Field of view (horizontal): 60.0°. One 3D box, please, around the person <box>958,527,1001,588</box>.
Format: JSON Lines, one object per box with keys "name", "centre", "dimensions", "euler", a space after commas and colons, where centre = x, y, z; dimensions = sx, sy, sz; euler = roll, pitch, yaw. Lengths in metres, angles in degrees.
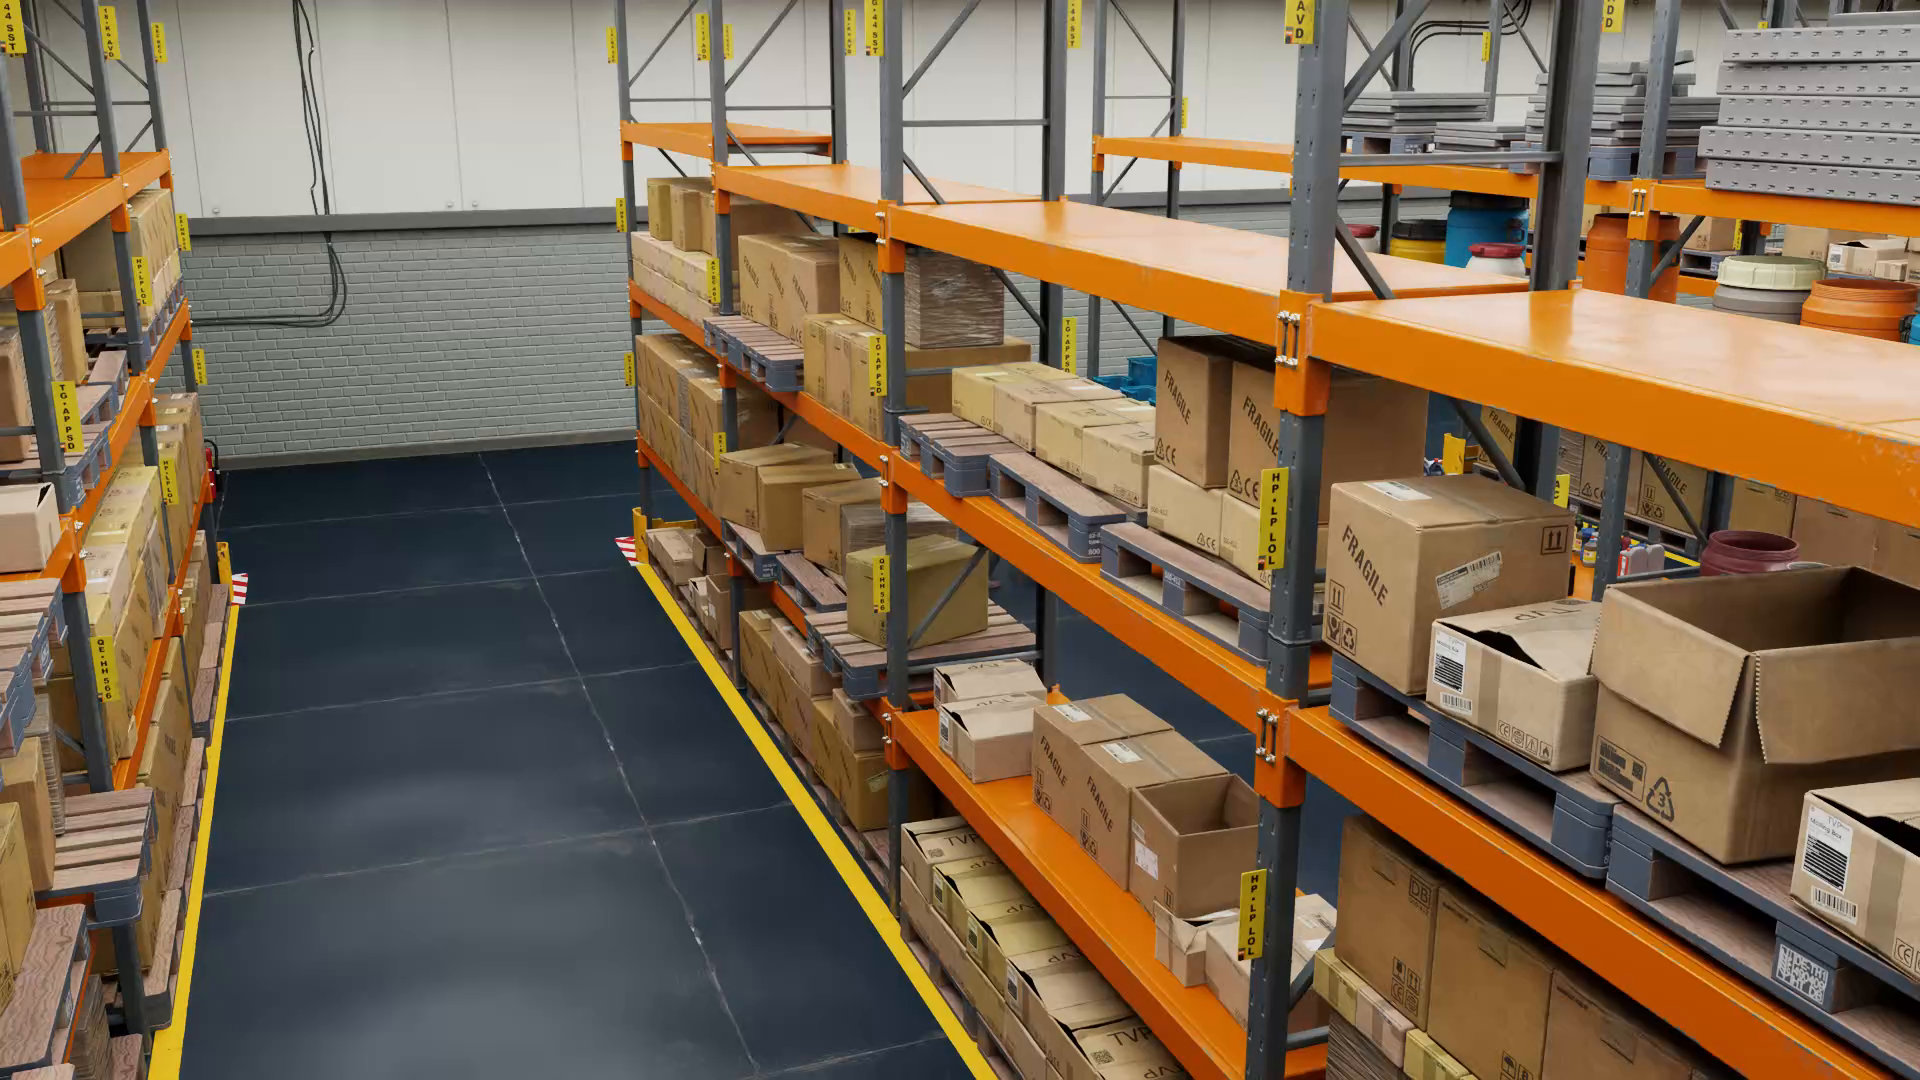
{"name": "person", "centre": [0.213, -0.210, 15.947], "dimensions": [0.667, 1.308, 0.497], "euler": [-6, 17, -20]}
